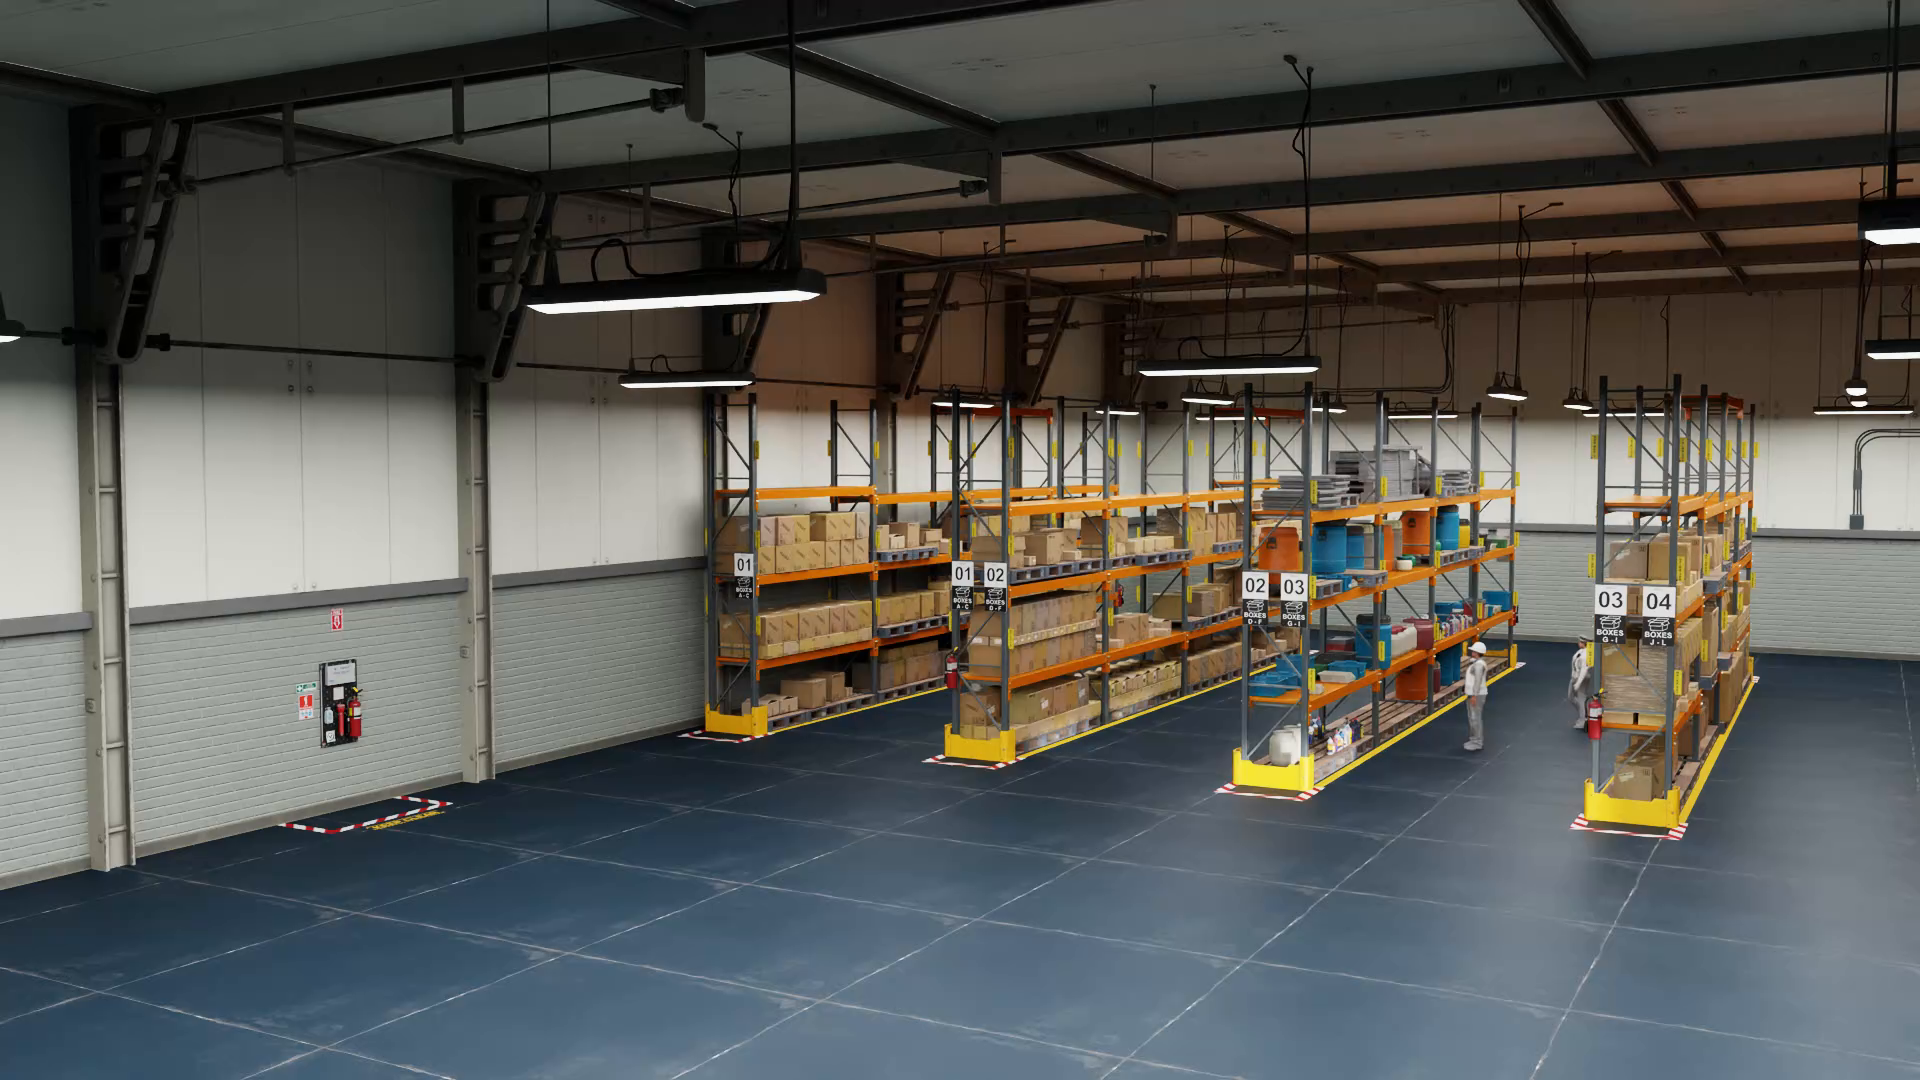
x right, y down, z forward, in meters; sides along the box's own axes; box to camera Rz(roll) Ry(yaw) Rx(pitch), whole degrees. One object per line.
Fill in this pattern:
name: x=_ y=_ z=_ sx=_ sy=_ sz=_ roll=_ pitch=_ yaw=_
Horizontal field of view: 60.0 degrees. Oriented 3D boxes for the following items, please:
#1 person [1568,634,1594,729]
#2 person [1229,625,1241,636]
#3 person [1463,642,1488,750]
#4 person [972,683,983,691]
person: x=11.218 y=2.541 z=30.038 sx=0.410 sy=1.688 sz=0.575 roll=0 pitch=3 yaw=0
person: x=6.989 y=1.933 z=42.194 sx=0.494 sy=1.604 sz=0.343 roll=-3 pitch=4 yaw=-40
person: x=8.655 y=2.605 z=27.943 sx=0.436 sy=1.779 sz=0.532 roll=0 pitch=3 yaw=2
person: x=0.307 y=2.412 z=32.334 sx=0.428 sy=1.676 sz=0.508 roll=1 pitch=3 yaw=12
